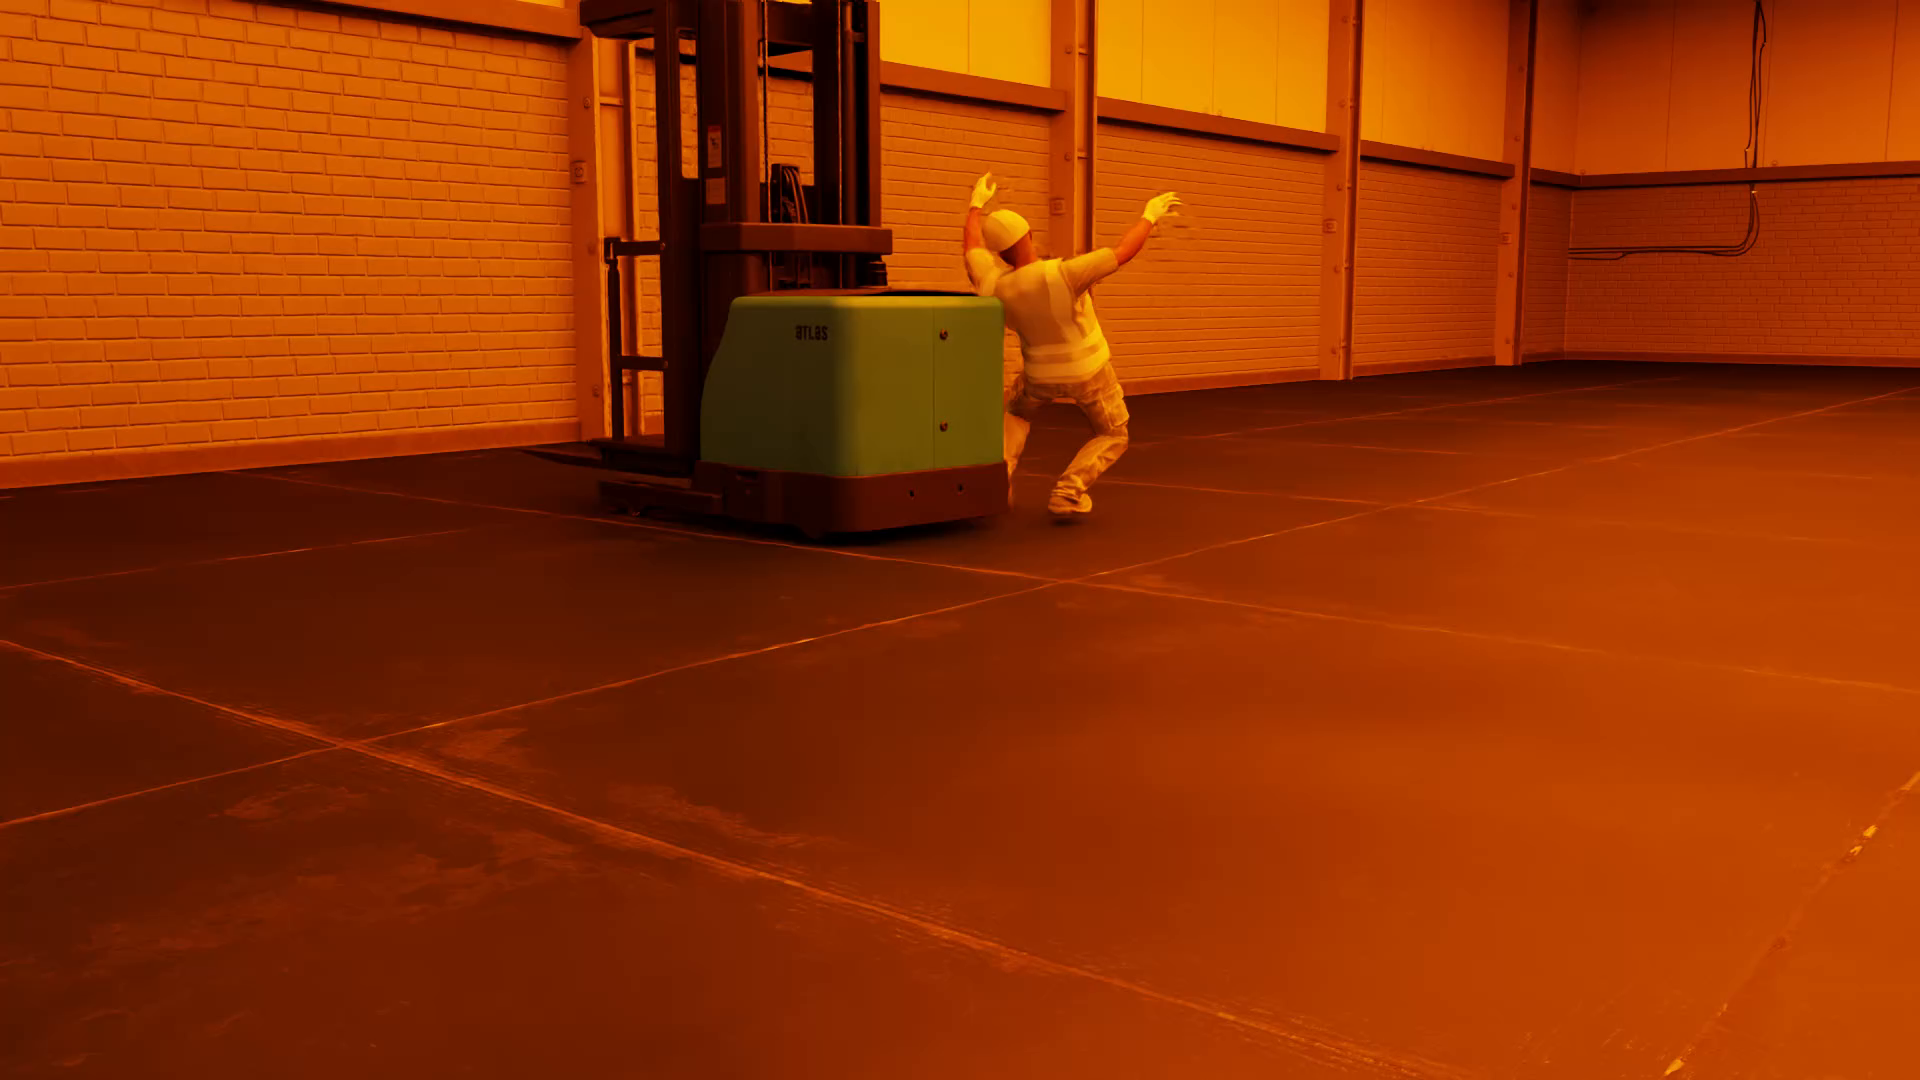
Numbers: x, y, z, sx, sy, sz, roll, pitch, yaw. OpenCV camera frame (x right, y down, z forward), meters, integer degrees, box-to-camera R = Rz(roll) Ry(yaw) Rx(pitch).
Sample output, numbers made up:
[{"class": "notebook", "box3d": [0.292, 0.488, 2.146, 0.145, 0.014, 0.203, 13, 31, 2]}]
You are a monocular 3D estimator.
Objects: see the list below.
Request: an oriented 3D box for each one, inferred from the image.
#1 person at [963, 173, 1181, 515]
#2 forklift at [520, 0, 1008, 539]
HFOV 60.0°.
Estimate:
[{"class": "person", "box3d": [0.458, -0.927, 7.923, 1.032, 1.667, 0.732, 4, 9, 27]}, {"class": "forklift", "box3d": [-1.168, -1.613, 8.306, 1.130, 2.935, 3.031, -8, 12, -44]}]
